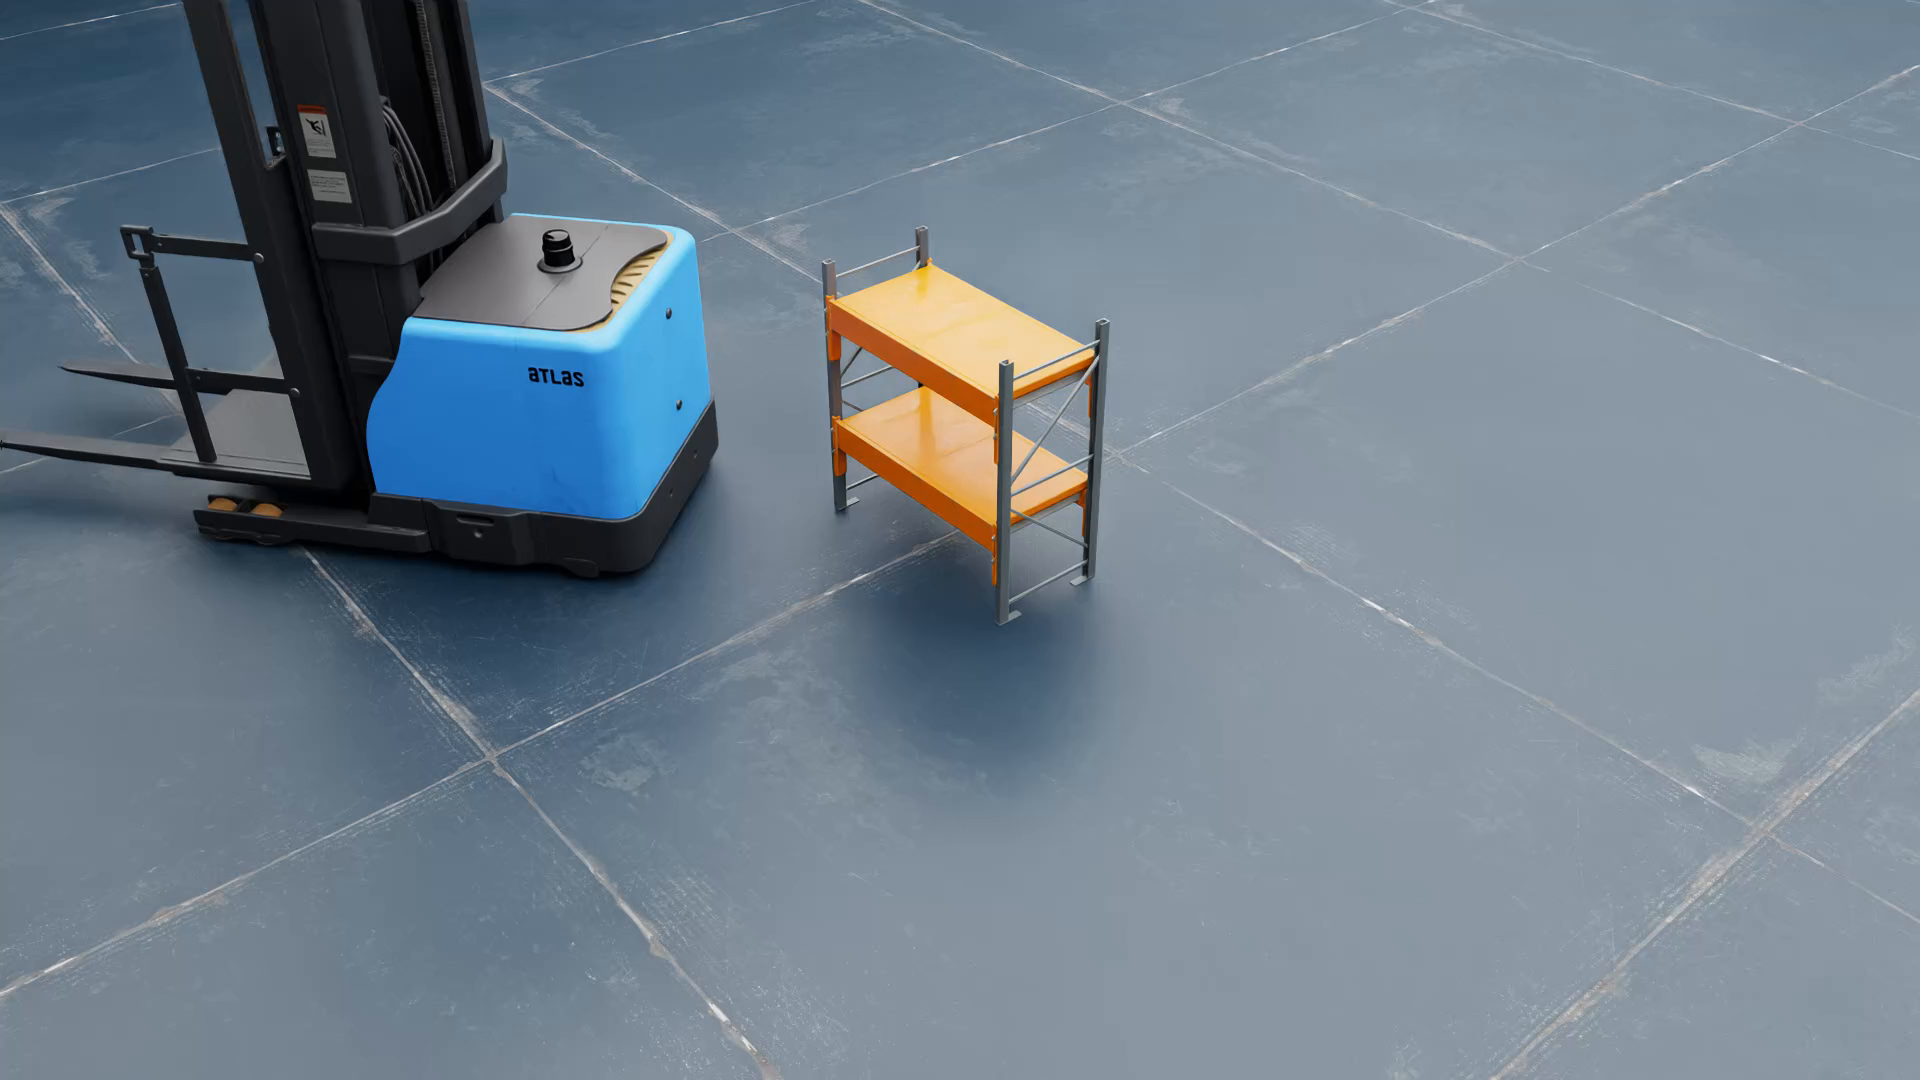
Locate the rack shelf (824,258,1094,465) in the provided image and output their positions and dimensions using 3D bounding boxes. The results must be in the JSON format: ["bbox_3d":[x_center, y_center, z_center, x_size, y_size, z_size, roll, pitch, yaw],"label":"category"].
[{"bbox_3d":[0.004,-0.695,6.252,0.538,0.278,1.000,-26,43,-32],"label":"rack shelf"}]

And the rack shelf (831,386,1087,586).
[{"bbox_3d":[0.004,-0.257,6.562,0.538,0.278,1.000,-26,43,-32],"label":"rack shelf"}]

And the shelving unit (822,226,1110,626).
[{"bbox_3d":[0.004,-0.456,6.421,0.538,1.125,1.048,-26,43,-32],"label":"shelving unit"}]

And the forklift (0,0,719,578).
[{"bbox_3d":[-2.614,-1.467,6.285,3.031,2.935,1.130,7,36,9],"label":"forklift"}]

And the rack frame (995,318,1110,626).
[{"bbox_3d":[0.332,-0.232,6.104,0.500,1.125,0.032,-26,43,-32],"label":"rack frame"}]

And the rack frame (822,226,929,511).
[{"bbox_3d":[-0.324,-0.680,6.738,0.500,1.125,0.032,-26,43,-32],"label":"rack frame"}]
